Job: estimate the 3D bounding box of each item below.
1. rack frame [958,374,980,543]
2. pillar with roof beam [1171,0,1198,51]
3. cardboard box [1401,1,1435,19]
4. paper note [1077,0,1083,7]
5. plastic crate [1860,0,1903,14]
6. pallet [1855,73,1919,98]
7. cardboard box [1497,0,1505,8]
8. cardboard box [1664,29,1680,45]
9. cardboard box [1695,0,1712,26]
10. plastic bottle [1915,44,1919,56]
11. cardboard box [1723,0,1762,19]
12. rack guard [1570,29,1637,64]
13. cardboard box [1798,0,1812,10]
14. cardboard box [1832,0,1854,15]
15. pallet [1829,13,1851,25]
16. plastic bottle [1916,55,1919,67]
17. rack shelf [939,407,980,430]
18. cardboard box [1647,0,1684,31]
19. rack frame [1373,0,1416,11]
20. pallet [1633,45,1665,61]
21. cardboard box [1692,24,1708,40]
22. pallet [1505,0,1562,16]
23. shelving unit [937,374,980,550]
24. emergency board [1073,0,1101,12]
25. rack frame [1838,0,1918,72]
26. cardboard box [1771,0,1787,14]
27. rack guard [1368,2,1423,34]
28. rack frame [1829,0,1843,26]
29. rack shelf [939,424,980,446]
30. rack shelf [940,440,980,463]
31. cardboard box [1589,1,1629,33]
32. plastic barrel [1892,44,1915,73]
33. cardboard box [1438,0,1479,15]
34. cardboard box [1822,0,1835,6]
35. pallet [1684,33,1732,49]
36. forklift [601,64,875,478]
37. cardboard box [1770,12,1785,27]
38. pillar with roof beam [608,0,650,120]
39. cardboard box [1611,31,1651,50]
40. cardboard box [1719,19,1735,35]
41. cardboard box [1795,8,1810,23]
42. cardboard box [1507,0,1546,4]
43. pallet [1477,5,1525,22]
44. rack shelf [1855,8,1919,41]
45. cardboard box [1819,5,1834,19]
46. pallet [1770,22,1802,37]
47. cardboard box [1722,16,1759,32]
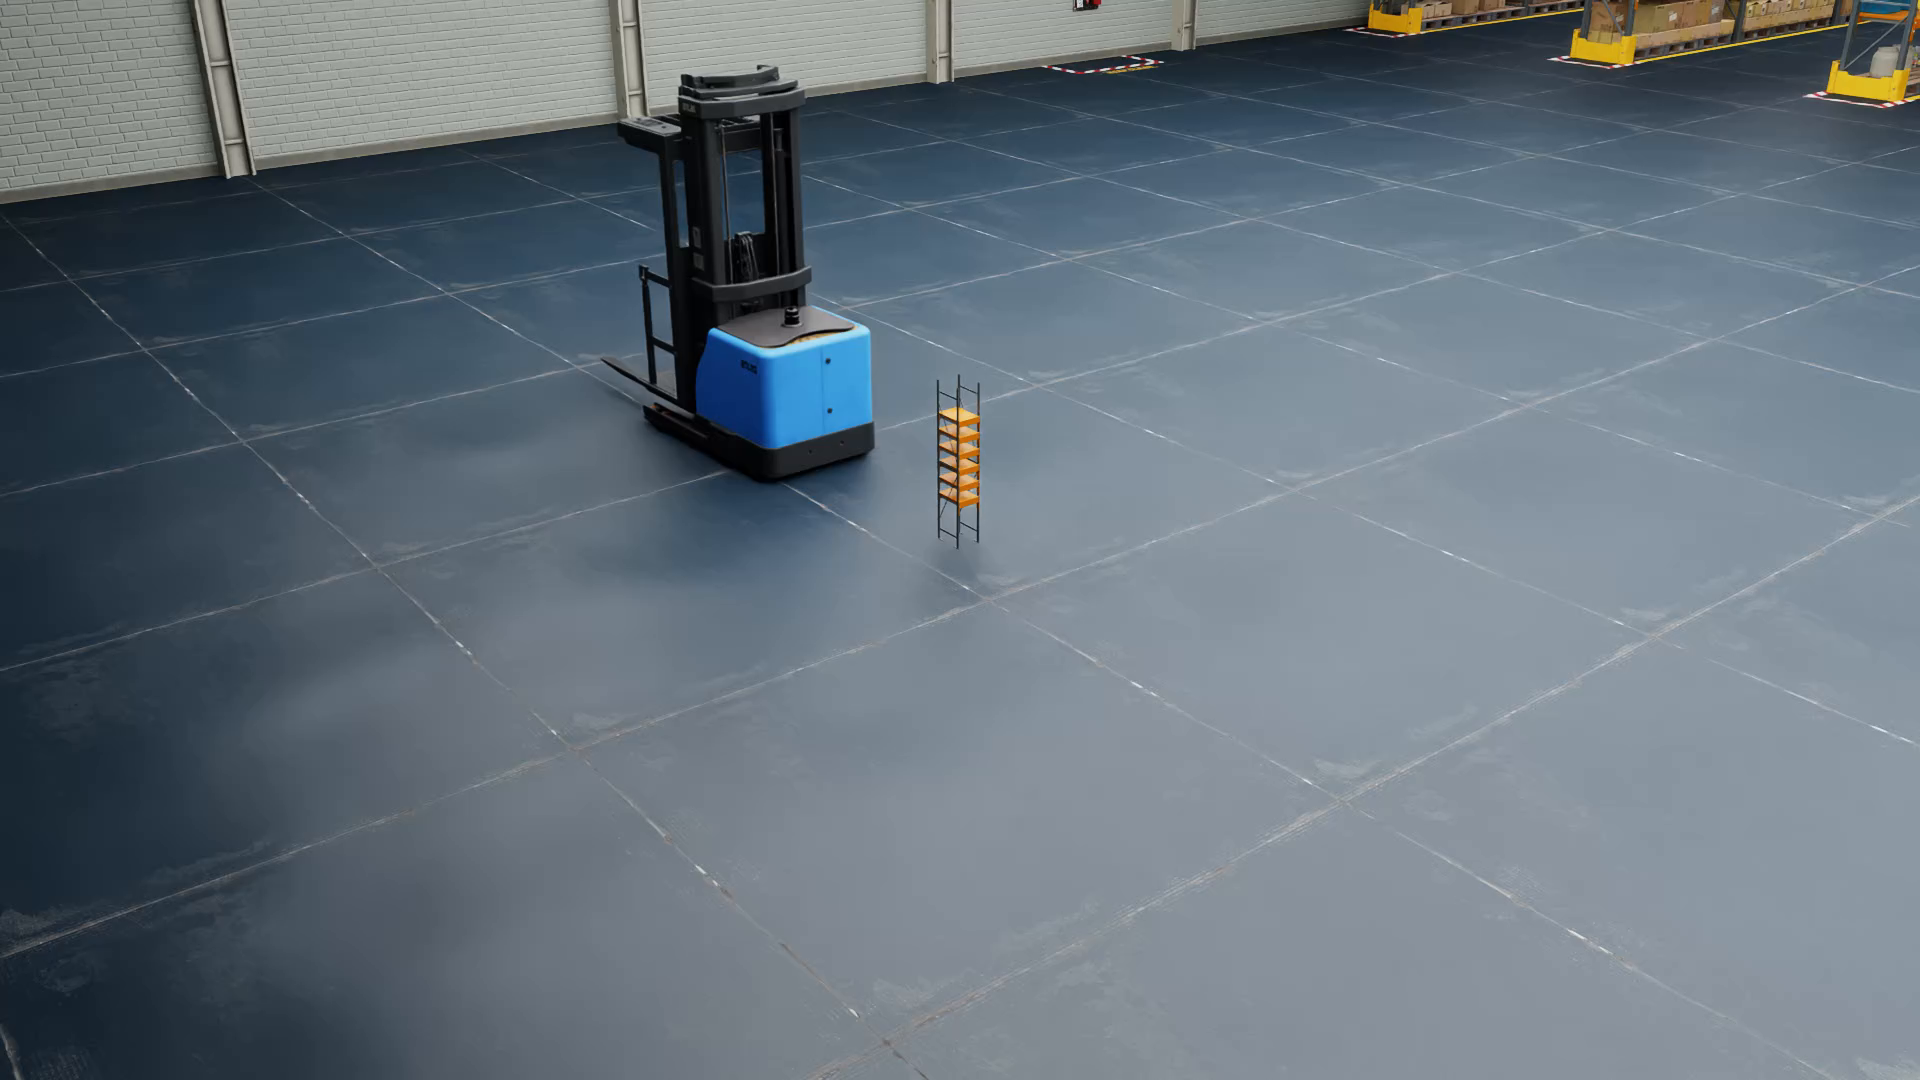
[{"bbox_3d":[0.061,-0.564,11.668,0.006,1.200,0.240,-18,31,-34],"label":"rack frame"},{"bbox_3d":[7.029,-12.290,27.669,0.400,9.000,9.100,-18,31,-34],"label":"pillar with roof beam"},{"bbox_3d":[9.677,-11.215,35.150,0.500,0.311,0.500,-23,33,-40],"label":"cardboard box"},{"bbox_3d":[2.222,-9.943,30.785,0.142,0.148,0.016,-18,31,-34],"label":"paper note"},{"bbox_3d":[15.399,-8.965,27.808,0.616,0.251,0.499,-18,31,-34],"label":"plastic crate"},{"bbox_3d":[15.863,-7.783,28.397,1.213,0.211,1.003,-18,31,-34],"label":"pallet"},{"bbox_3d":[11.822,-11.890,36.776,0.380,0.166,0.250,22,33,39],"label":"cardboard box"},{"bbox_3d":[13.480,-9.715,32.014,0.500,0.250,0.500,-18,31,-34],"label":"cardboard box"},{"bbox_3d":[14.262,-10.318,32.422,0.500,0.500,0.500,-18,31,-34],"label":"cardboard box"},{"bbox_3d":[16.963,-8.609,29.487,0.185,0.351,0.144,-19,31,-34],"label":"plastic bottle"},{"bbox_3d":[15.763,-10.707,33.485,0.500,0.311,0.500,-18,30,-34],"label":"cardboard box"},{"bbox_3d":[12.117,-9.305,31.333,0.348,0.500,1.175,-18,31,-34],"label":"rack guard"},{"bbox_3d":[17.367,-11.236,34.625,0.500,0.311,0.500,-18,31,-34],"label":"cardboard box"},{"bbox_3d":[18.966,-11.613,35.782,0.500,0.500,0.500,-17,30,-32],"label":"cardboard box"},{"bbox_3d":[19.042,-11.440,36.276,1.213,0.211,1.003,-18,31,-34],"label":"pallet"},{"bbox_3d":[16.926,-8.464,29.353,0.097,0.201,0.097,0,25,0],"label":"plastic bottle"},{"bbox_3d":[-0.011,-0.827,11.484,0.180,0.103,0.258,-18,31,-34],"label":"rack shelf"},{"bbox_3d":[13.473,-10.059,31.864,0.500,0.500,0.500,-18,31,-34],"label":"cardboard box"},{"bbox_3d":[9.077,-12.085,34.354,0.127,3.000,1.000,-18,31,-34],"label":"rack frame"},{"bbox_3d":[12.712,-9.393,31.865,1.213,0.211,1.003,-18,31,-34],"label":"pallet"},{"bbox_3d":[14.270,-9.973,32.571,0.500,0.250,0.500,-18,31,-34],"label":"cardboard box"},{"bbox_3d":[12.836,-12.062,37.617,1.213,0.211,1.003,-18,31,-34],"label":"pallet"},{"bbox_3d":[-0.011,-0.540,11.617,0.189,1.200,0.258,-18,31,-34],"label":"shelving unit"},{"bbox_3d":[2.404,-10.366,30.649,0.643,1.169,0.194,-18,31,-34],"label":"emergency board"},{"bbox_3d":[15.190,-8.803,27.282,0.127,3.000,1.000,-18,31,-34],"label":"rack frame"},{"bbox_3d":[16.566,-10.970,34.052,0.500,0.311,0.500,-19,31,-36],"label":"cardboard box"},{"bbox_3d":[9.136,-10.971,34.923,0.348,0.500,1.175,-18,31,-34],"label":"rack guard"},{"bbox_3d":[18.432,-12.523,35.298,0.127,3.000,1.000,-18,31,-34],"label":"rack frame"},{"bbox_3d":[-0.011,-0.718,11.534,0.180,0.103,0.258,-18,31,-34],"label":"rack shelf"},{"bbox_3d":[-0.011,-0.609,11.585,0.180,0.103,0.258,-18,31,-34],"label":"rack shelf"},{"bbox_3d":[12.375,-9.966,31.665,0.500,0.500,0.500,-18,31,-34],"label":"cardboard box"},{"bbox_3d":[16.055,-8.192,28.421,0.421,0.512,0.421,0,25,0],"label":"plastic barrel"},{"bbox_3d":[10.733,-11.623,35.805,0.500,0.500,0.700,-21,32,-37],"label":"cardboard box"},{"bbox_3d":[18.171,-11.503,35.201,0.500,0.311,0.500,-17,30,-33],"label":"cardboard box"},{"bbox_3d":[14.632,-10.027,33.231,1.213,0.211,1.003,-18,31,-34],"label":"pallet"},{"bbox_3d":[-2.000,-2.352,13.464,1.130,2.935,3.031,-19,31,-35],"label":"forklift"},{"bbox_3d":[16.563,-10.718,34.176,0.500,0.250,0.500,-19,31,-36],"label":"cardboard box"},{"bbox_3d":[-2.414,-9.173,20.953,0.400,9.000,9.100,-18,31,-34],"label":"pillar with roof beam"},{"bbox_3d":[12.695,-9.454,31.452,0.500,0.250,0.500,-18,31,-34],"label":"cardboard box"},{"bbox_3d":[15.054,-10.235,33.134,0.500,0.250,0.500,-18,31,-34],"label":"cardboard box"},{"bbox_3d":[17.367,-10.984,34.749,0.500,0.250,0.500,-17,30,-33],"label":"cardboard box"},{"bbox_3d":[12.793,-12.387,37.450,0.500,0.500,0.700,-17,30,-32],"label":"cardboard box"},{"bbox_3d":[11.718,-11.673,36.779,1.213,0.211,1.003,-18,31,-34],"label":"pallet"},{"bbox_3d":[16.764,-8.996,28.553,4.000,0.370,1.077,-18,31,-34],"label":"rack shelf"},{"bbox_3d":[18.168,-11.249,35.320,0.500,0.250,0.500,-17,30,-33],"label":"cardboard box"},{"bbox_3d":[16.800,-10.742,34.773,1.213,0.211,1.003,-18,31,-34],"label":"pallet"},{"bbox_3d":[15.754,-10.450,33.598,0.500,0.250,0.500,-19,31,-35],"label":"cardboard box"}]
